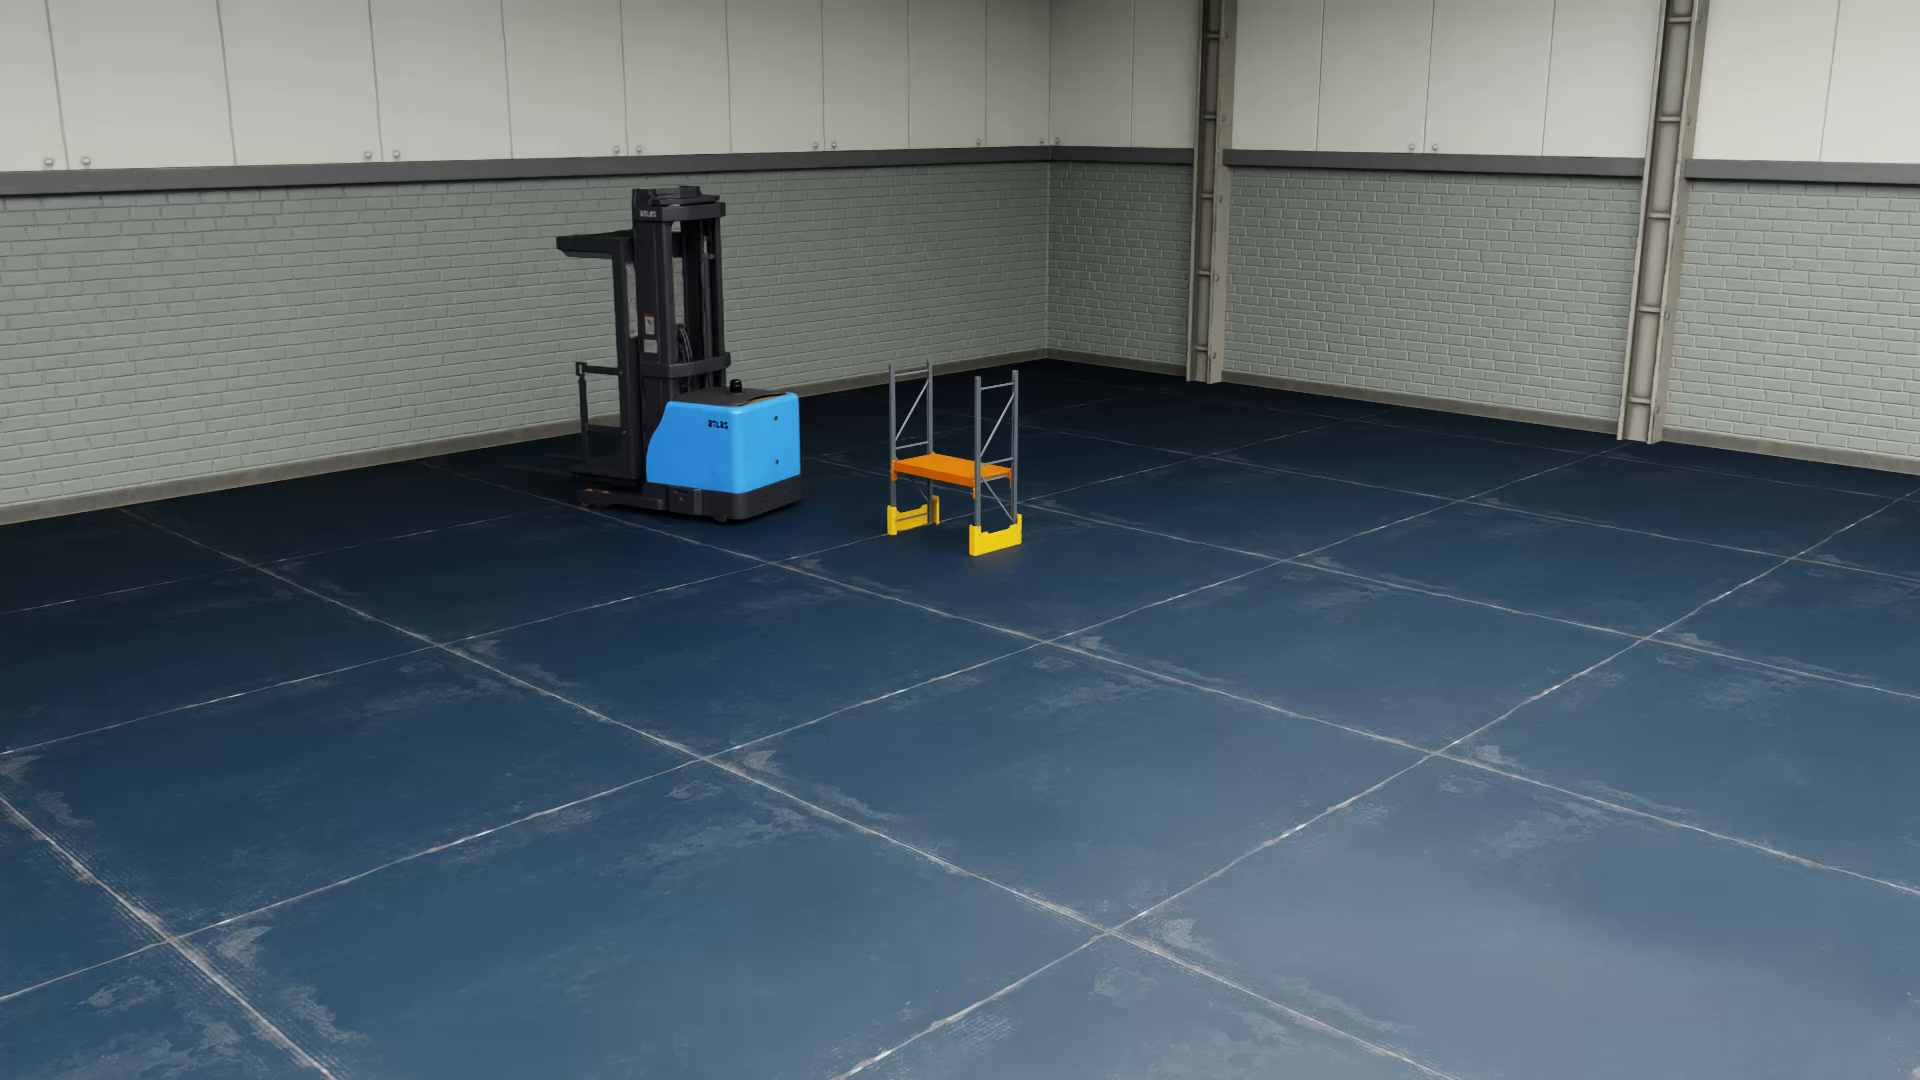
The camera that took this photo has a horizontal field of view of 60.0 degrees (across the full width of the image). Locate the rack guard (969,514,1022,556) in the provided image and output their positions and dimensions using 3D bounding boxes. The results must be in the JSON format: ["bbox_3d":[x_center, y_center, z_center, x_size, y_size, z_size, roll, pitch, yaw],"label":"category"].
[{"bbox_3d":[0.304,-0.047,14.117,0.087,0.250,0.587,14,20,42],"label":"rack guard"}]

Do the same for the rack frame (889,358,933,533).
[{"bbox_3d":[-0.427,-0.830,14.642,0.032,1.500,0.500,14,20,42],"label":"rack frame"}]

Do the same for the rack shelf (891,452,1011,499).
[{"bbox_3d":[-0.061,-0.567,14.346,1.000,0.185,0.538,14,20,42],"label":"rack shelf"}]

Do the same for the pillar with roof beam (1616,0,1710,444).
[{"bbox_3d":[4.680,-4.704,14.639,0.400,9.000,9.100,14,20,42],"label":"pillar with roof beam"}]

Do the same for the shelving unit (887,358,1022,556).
[{"bbox_3d":[-0.055,-0.739,14.294,1.083,1.500,0.587,14,20,42],"label":"shelving unit"}]

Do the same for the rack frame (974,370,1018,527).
[{"bbox_3d":[0.305,-0.652,13.959,0.032,1.500,0.500,14,20,42],"label":"rack frame"}]

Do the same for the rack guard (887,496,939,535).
[{"bbox_3d":[-0.413,-0.221,14.786,0.087,0.250,0.587,14,20,42],"label":"rack guard"}]

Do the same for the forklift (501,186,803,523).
[{"bbox_3d":[-3.023,-1.818,15.597,3.031,2.935,1.130,8,17,28],"label":"forklift"}]
